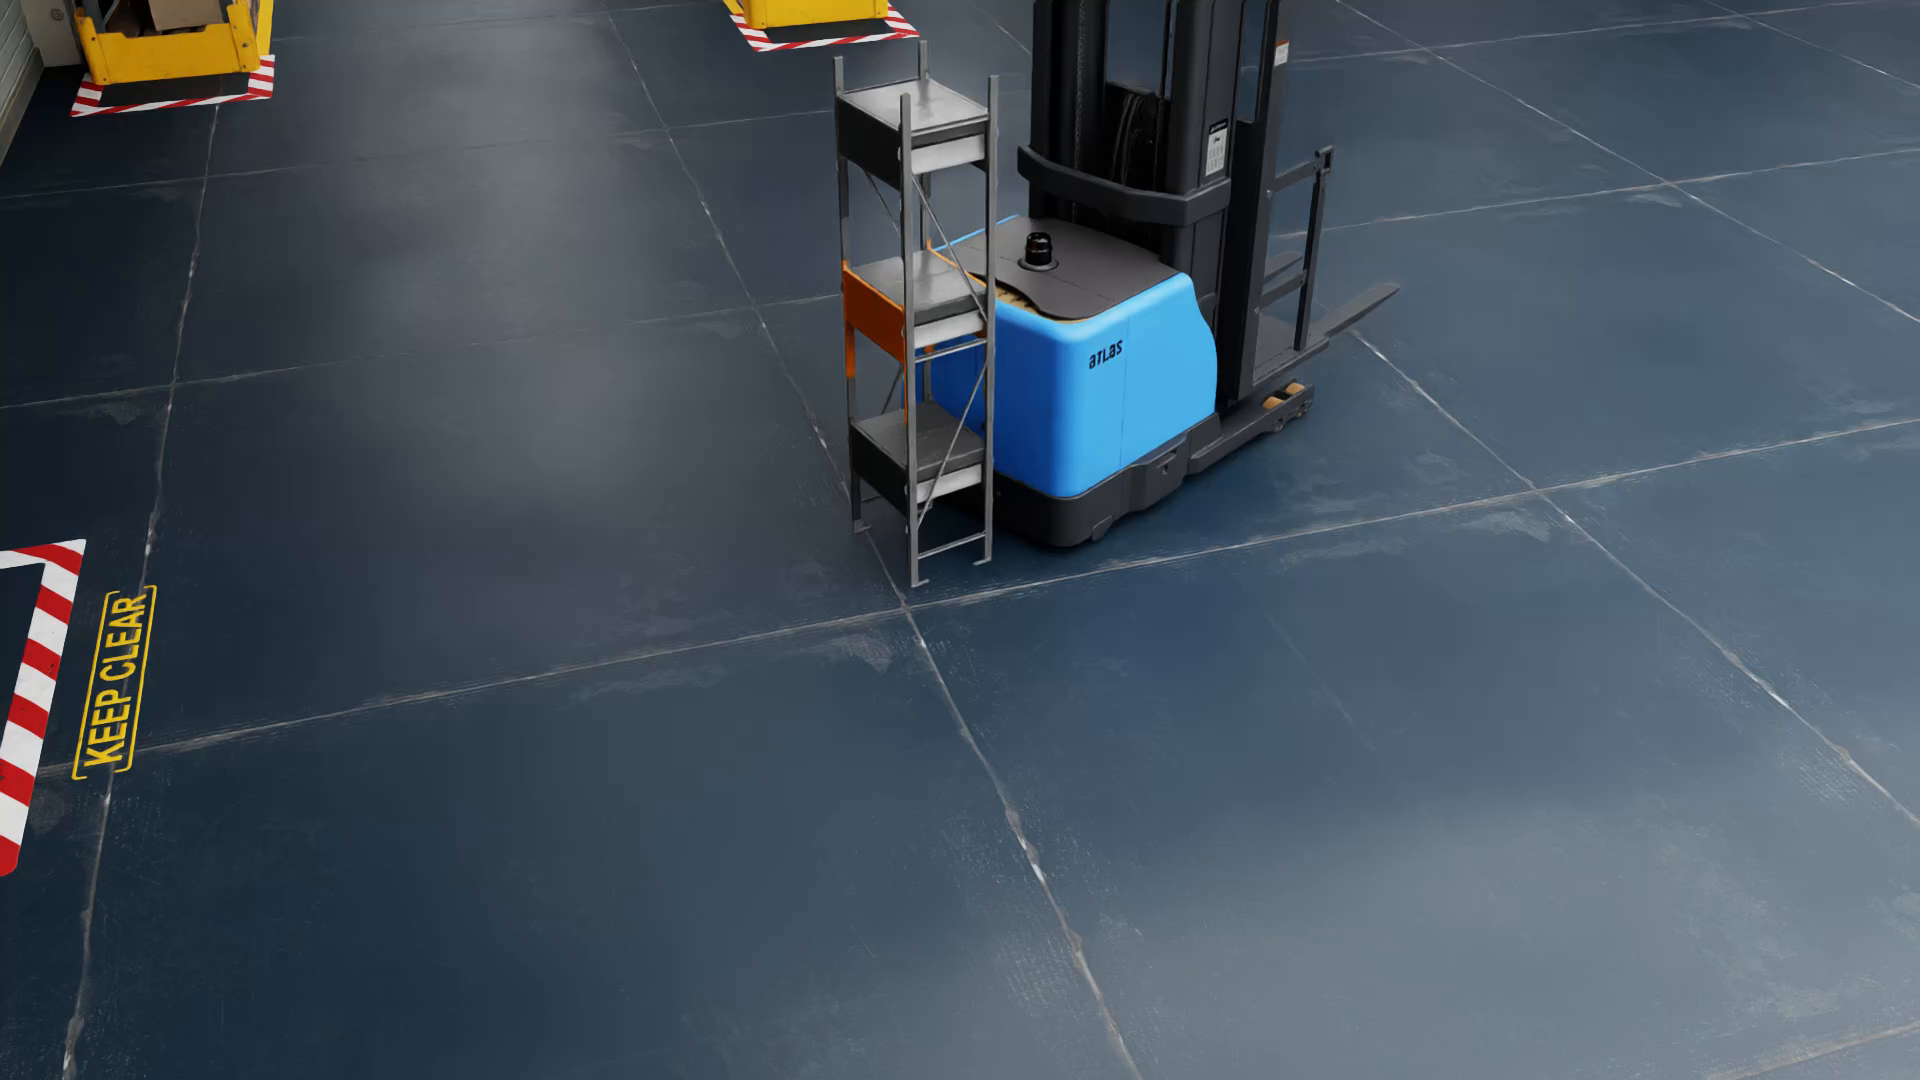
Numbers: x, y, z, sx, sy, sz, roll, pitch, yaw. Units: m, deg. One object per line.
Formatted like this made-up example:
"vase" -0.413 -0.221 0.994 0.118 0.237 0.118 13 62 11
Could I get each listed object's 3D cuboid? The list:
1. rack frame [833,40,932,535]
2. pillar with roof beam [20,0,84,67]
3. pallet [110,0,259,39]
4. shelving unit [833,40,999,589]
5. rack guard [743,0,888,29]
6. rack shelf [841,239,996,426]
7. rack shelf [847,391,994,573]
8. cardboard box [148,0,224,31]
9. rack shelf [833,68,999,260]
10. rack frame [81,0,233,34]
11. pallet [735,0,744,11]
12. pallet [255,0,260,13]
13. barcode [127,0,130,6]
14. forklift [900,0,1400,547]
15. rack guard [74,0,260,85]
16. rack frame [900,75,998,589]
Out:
"rack frame" -0.297 -0.960 6.798 0.400 2.100 0.015 -19 38 -26
"pillar with roof beam" -2.855 -8.221 11.528 9.100 9.000 0.400 -10 35 -15
"pallet" -6.155 -4.081 13.234 1.003 0.211 1.213 -10 35 -15
"shelving unit" -0.167 -0.846 6.626 0.431 2.100 0.503 -19 38 -26
"rack guard" -1.194 -4.551 13.684 1.175 0.500 0.348 -10 35 -15
"rack shelf" -0.167 -0.835 6.633 0.431 0.518 0.480 -19 38 -26
"rack shelf" -0.167 -0.251 7.020 0.431 0.518 0.480 -19 38 -26
"cardboard box" -6.043 -4.212 12.943 0.500 0.311 0.500 -14 36 -20
"rack shelf" -0.167 -1.419 6.247 0.431 0.518 0.480 -19 38 -26
"rack frame" -5.918 -4.772 11.751 1.000 3.000 0.127 -10 35 -15
"pallet" -1.475 -4.838 14.380 1.003 0.211 1.213 -10 35 -15
"pallet" -6.524 -4.720 14.202 1.003 0.211 1.213 -10 35 -15
"barcode" -6.430 -4.158 12.853 0.001 0.075 0.075 -10 35 -15
"forklift" 1.088 -1.917 7.492 1.130 2.935 3.031 27 42 35
"rack guard" -5.941 -3.769 12.500 1.175 0.500 0.348 -10 35 -15
"rack frame" -0.037 -0.733 6.454 0.400 2.100 0.015 -19 38 -26
